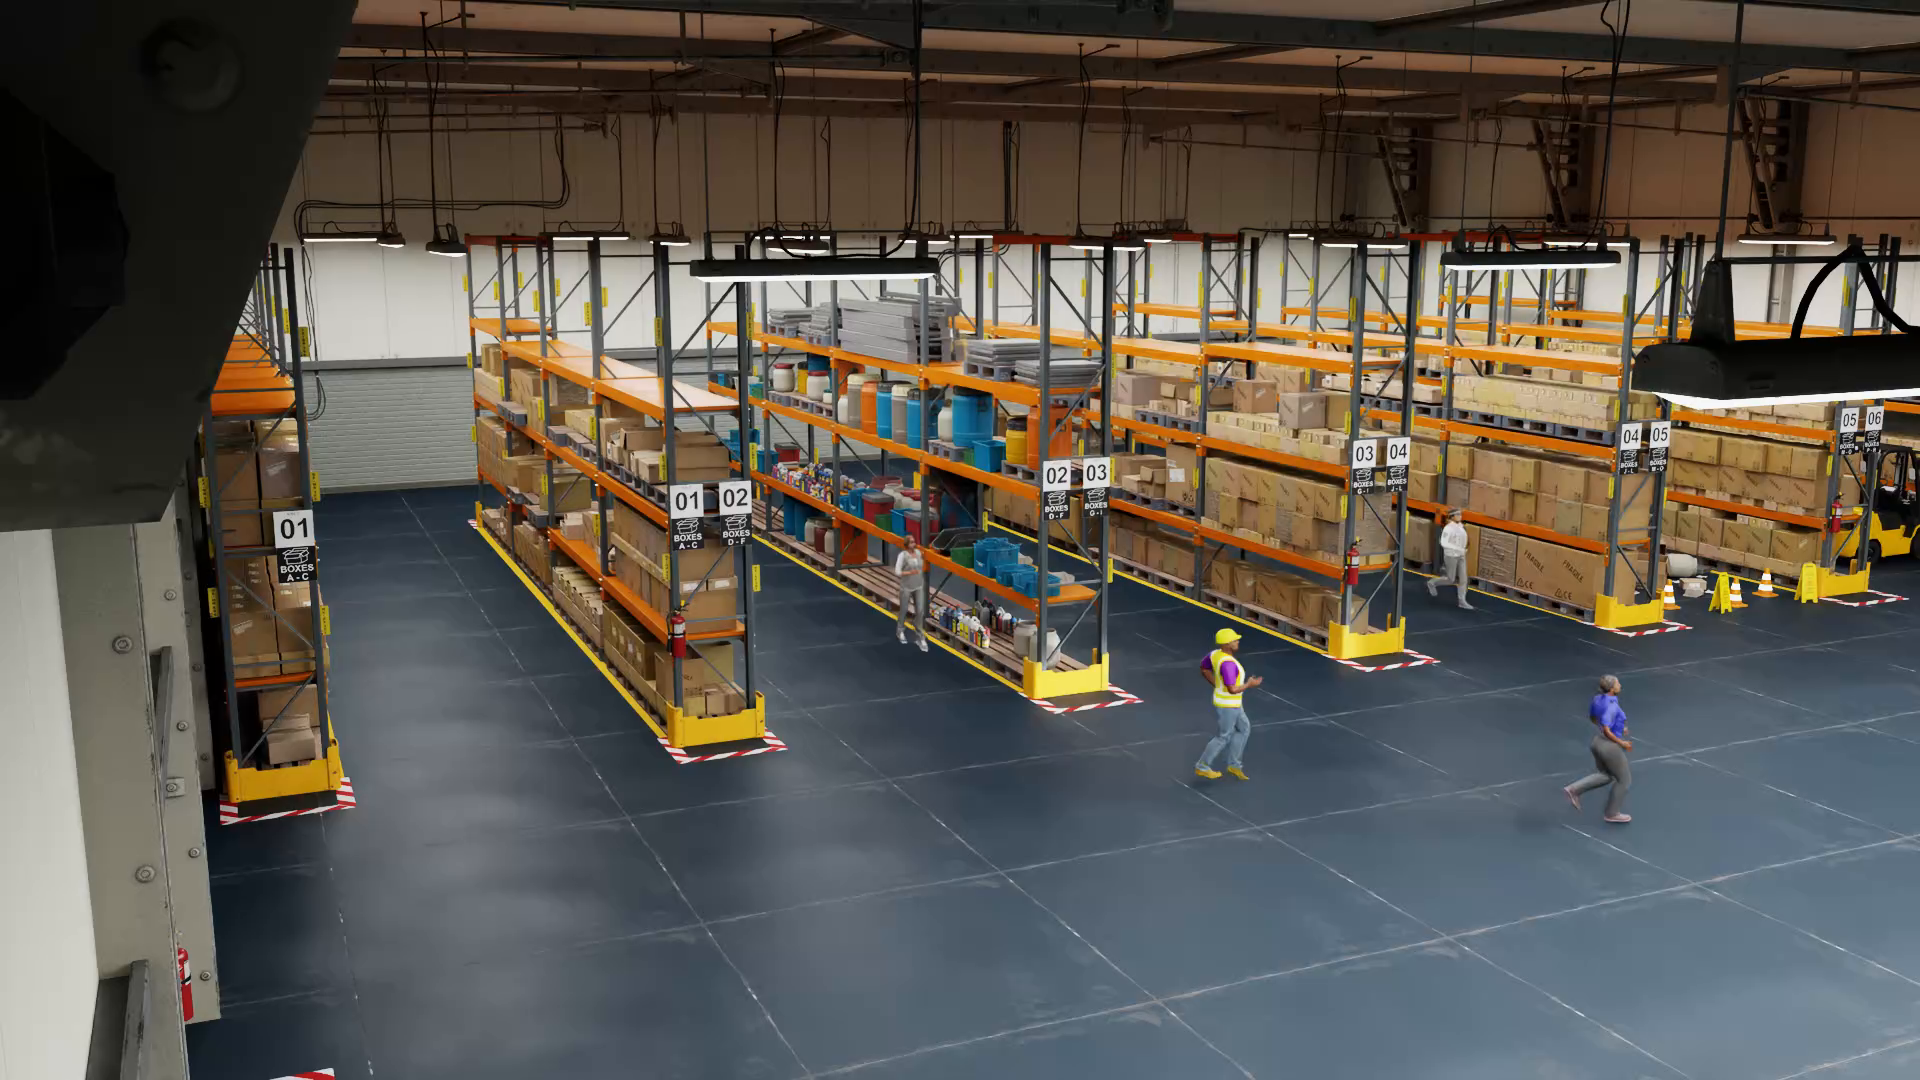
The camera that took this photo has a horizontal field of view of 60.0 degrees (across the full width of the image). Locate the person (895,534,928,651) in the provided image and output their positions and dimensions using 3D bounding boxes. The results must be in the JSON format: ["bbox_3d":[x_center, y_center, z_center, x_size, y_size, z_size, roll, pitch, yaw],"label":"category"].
[{"bbox_3d":[-0.685,0.717,23.555,0.532,1.621,0.744,-6,12,-28],"label":"person"}]

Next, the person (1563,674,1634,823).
[{"bbox_3d":[6.795,2.200,17.552,0.701,1.608,0.581,0,11,-1],"label":"person"}]

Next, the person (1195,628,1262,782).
[{"bbox_3d":[3.029,1.887,18.777,0.717,1.825,0.674,1,11,4],"label":"person"}]

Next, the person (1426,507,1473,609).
[{"bbox_3d":[8.114,0.263,27.310,0.618,1.669,0.890,-8,14,-36],"label":"person"}]
